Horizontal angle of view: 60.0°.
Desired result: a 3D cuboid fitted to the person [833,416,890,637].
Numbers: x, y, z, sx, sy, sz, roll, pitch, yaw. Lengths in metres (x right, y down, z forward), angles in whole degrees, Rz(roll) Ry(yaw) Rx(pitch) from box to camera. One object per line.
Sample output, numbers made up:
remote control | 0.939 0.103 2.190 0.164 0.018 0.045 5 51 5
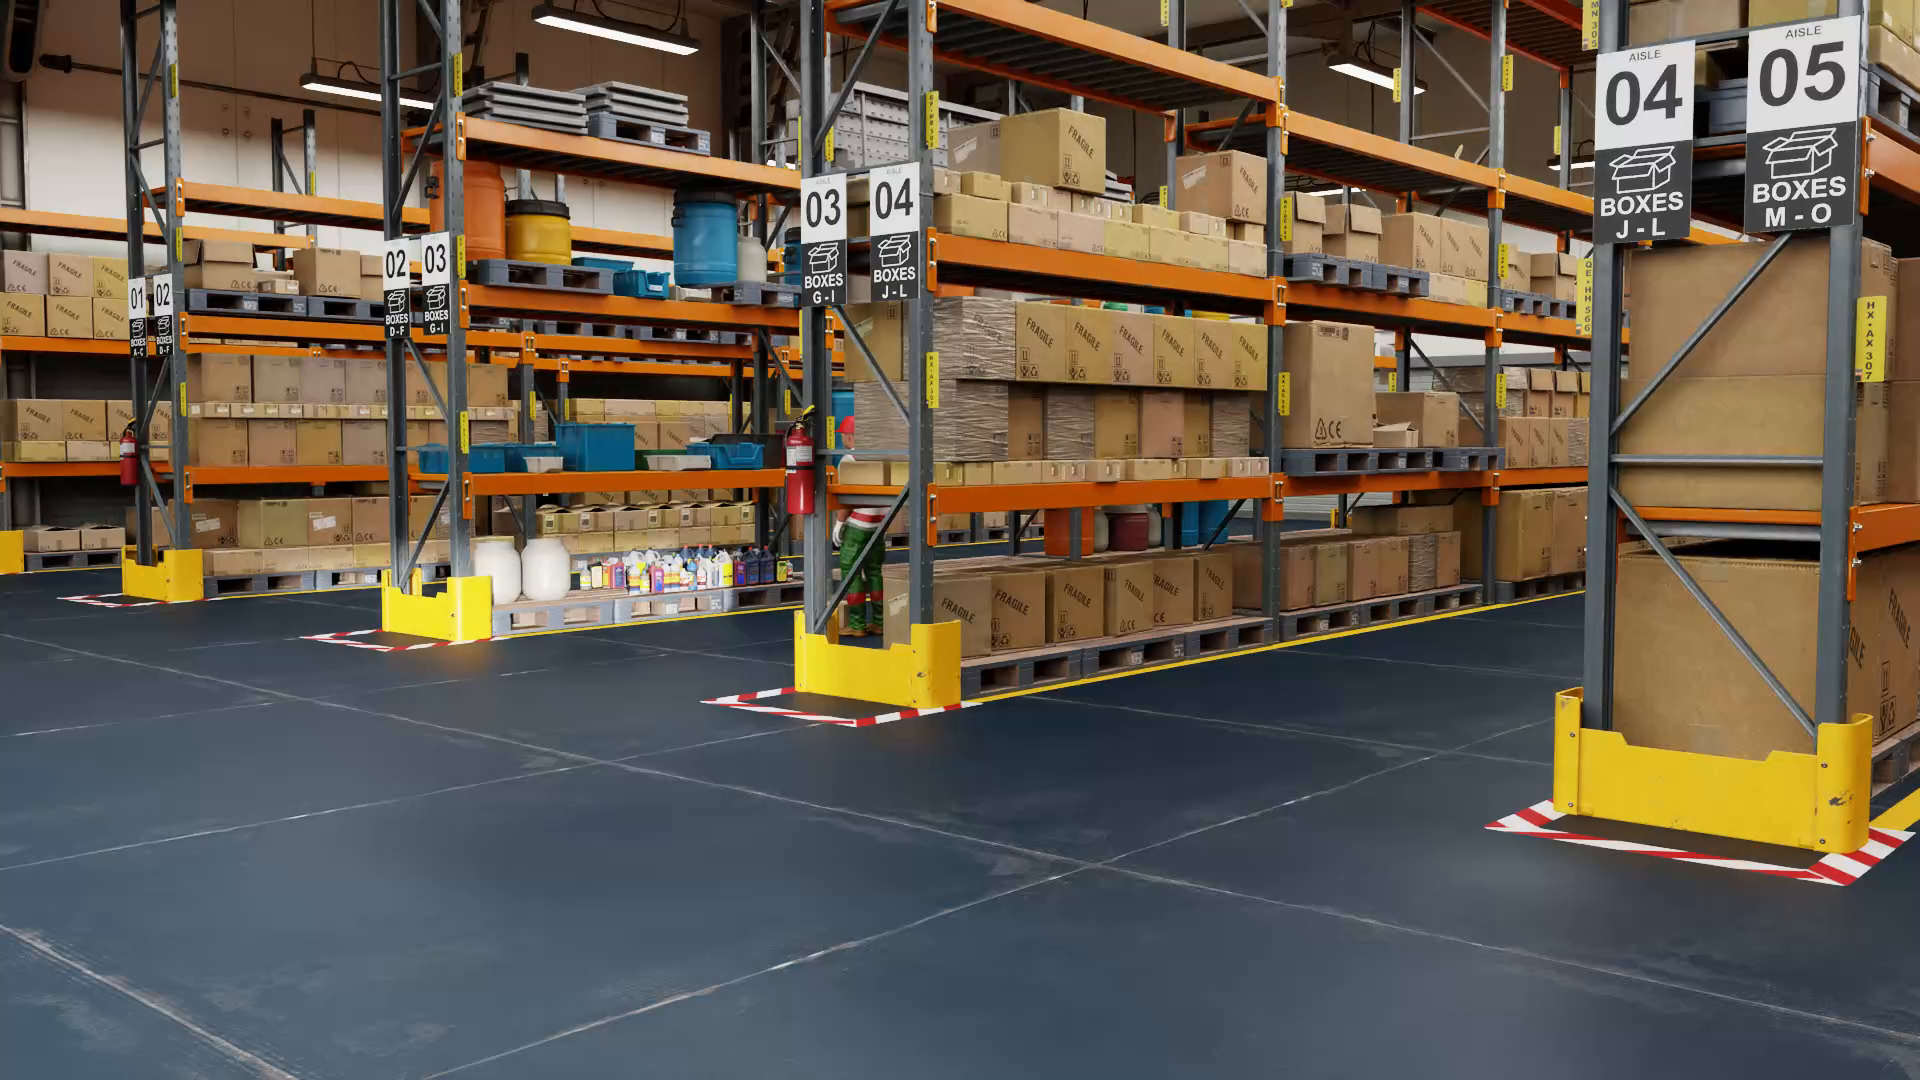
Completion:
person | -0.803 -0.114 13.433 0.452 1.778 0.613 3 4 38
